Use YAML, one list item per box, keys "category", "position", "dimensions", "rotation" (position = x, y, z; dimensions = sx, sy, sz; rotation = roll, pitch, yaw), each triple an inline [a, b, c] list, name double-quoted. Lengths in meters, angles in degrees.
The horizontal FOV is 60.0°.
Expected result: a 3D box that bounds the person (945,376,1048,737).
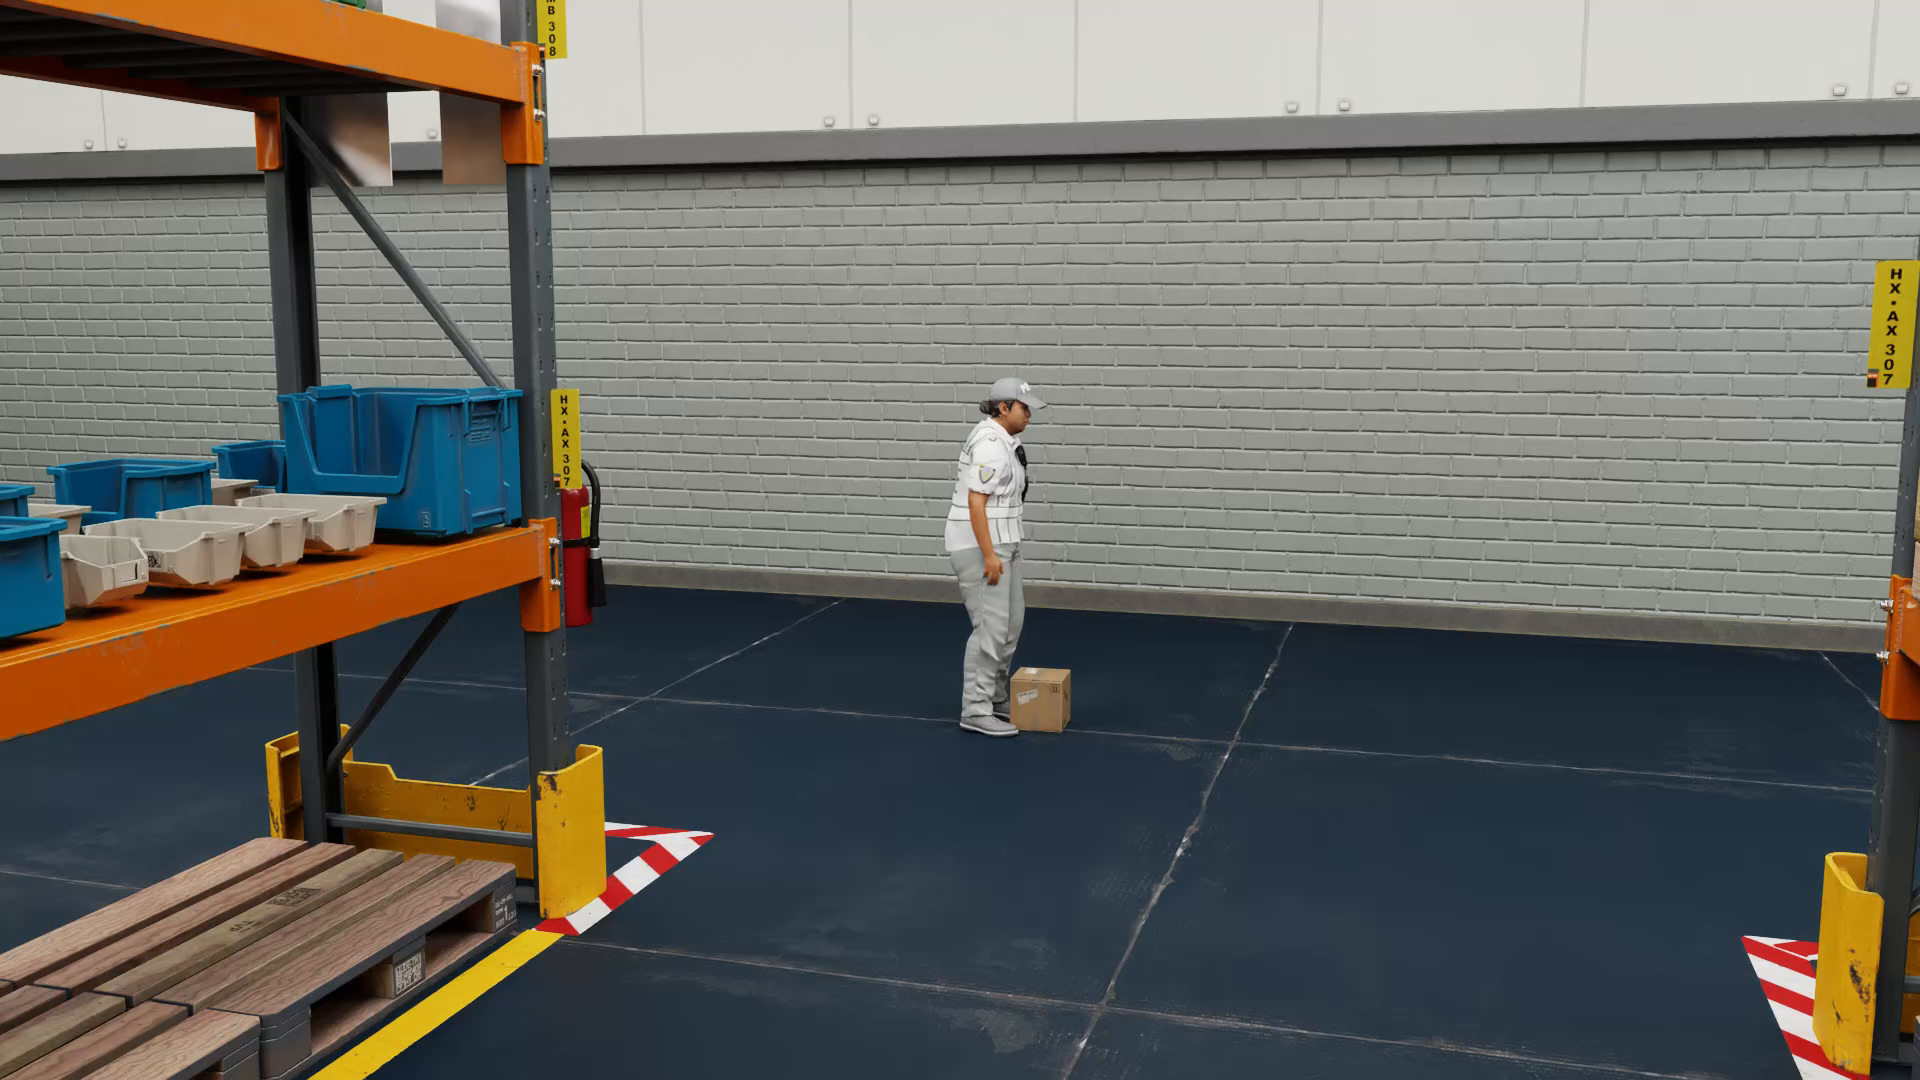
- category: "person"
  position: [0.174, 0.058, 7.926]
  dimensions: [0.468, 1.666, 0.564]
  rotation: [2, 9, 13]
